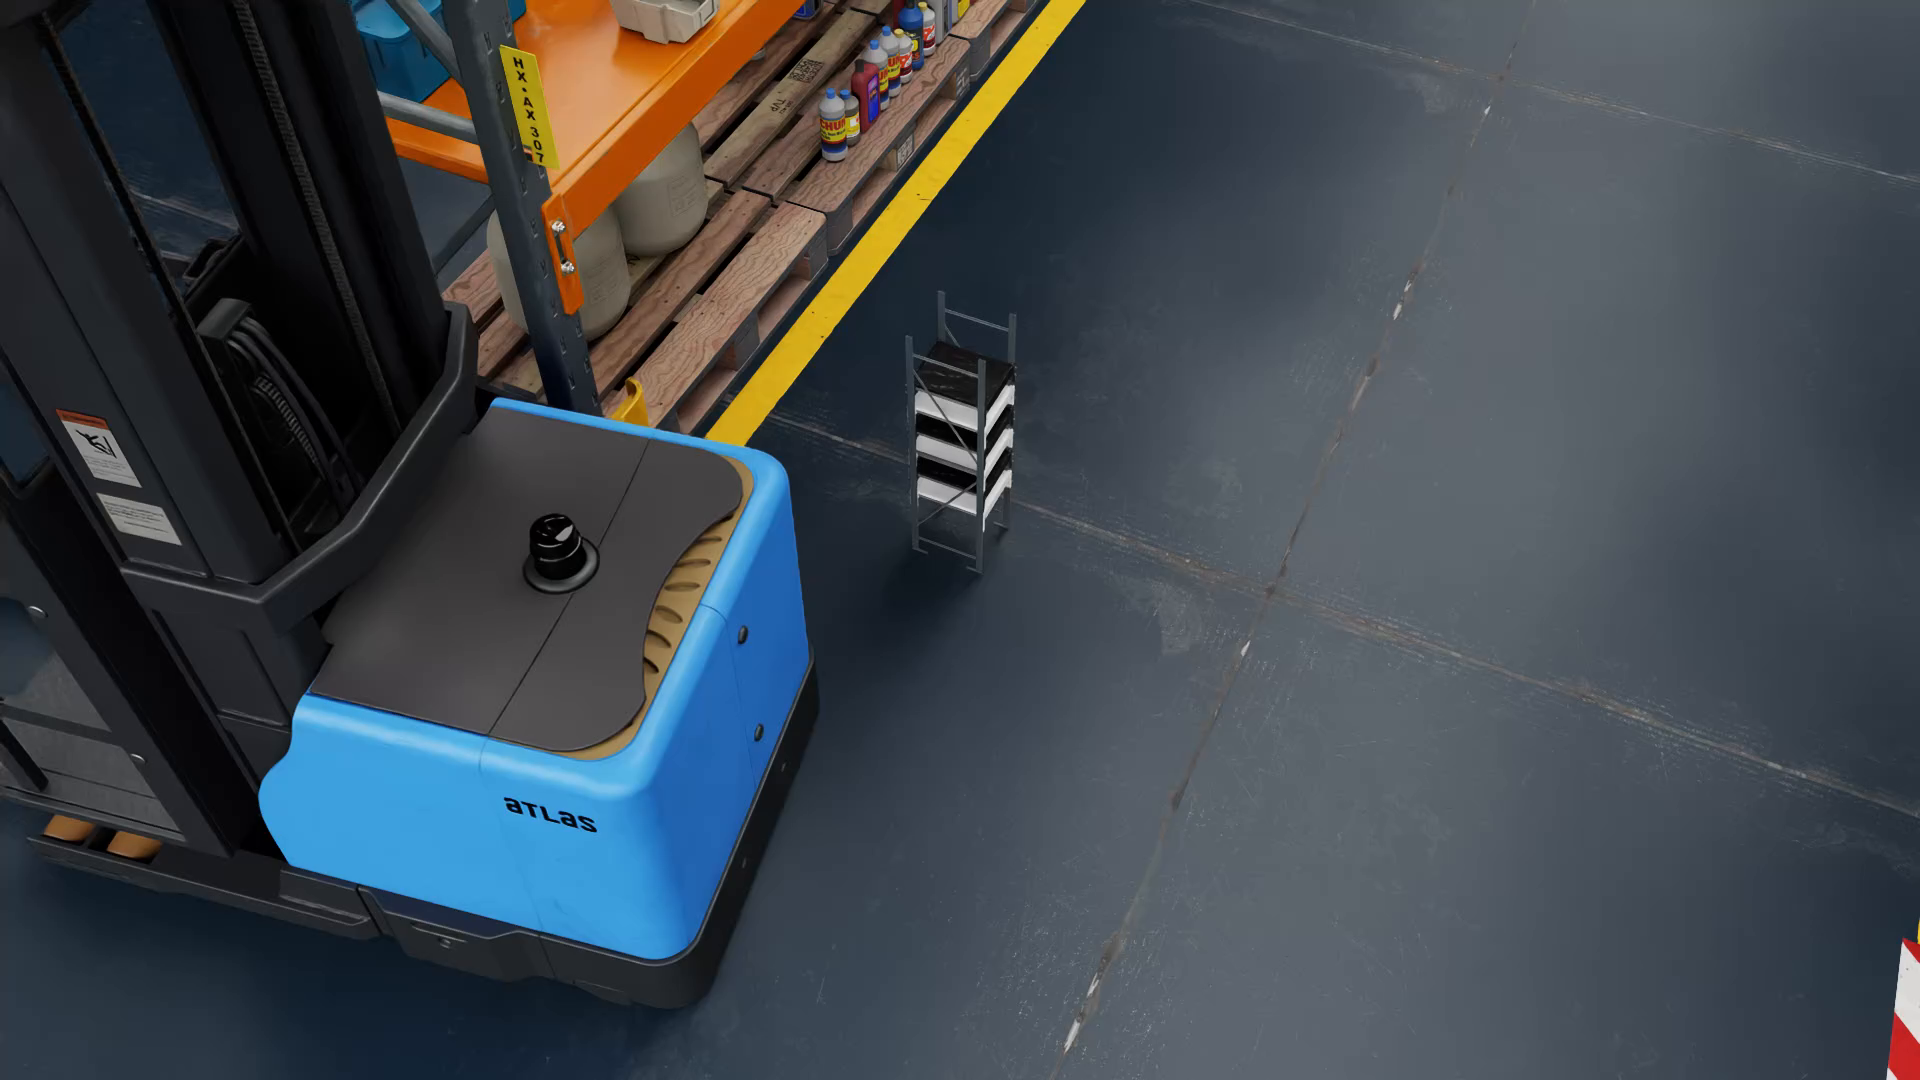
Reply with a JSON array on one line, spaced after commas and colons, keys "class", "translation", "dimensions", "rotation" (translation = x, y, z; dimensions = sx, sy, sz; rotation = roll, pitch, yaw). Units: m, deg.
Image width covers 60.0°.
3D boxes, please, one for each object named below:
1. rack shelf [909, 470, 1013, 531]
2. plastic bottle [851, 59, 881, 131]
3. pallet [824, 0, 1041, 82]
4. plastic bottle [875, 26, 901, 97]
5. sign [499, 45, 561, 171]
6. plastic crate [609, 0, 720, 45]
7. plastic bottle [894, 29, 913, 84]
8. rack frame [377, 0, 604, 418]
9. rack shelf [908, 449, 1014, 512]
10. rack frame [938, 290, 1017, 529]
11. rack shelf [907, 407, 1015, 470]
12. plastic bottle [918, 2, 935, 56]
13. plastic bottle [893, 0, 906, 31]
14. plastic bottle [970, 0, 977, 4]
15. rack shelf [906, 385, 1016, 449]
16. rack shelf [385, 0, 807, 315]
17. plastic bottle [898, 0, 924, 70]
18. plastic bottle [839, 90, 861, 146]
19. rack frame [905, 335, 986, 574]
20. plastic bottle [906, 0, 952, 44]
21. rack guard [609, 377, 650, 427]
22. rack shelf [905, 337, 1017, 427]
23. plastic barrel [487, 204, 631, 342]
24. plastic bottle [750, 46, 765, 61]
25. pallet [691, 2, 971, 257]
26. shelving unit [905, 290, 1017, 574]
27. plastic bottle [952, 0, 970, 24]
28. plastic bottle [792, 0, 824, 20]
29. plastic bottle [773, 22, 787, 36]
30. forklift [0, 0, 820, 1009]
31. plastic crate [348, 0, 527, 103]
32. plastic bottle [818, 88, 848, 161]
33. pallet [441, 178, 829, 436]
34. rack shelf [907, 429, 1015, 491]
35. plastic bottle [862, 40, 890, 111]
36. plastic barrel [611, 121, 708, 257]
[{"class": "rack shelf", "translation": [0.003, -0.159, 5.075], "dimensions": [0.258, 0.077, 0.200], "rotation": [20, 52, 16]}, {"class": "plastic bottle", "translation": [-0.352, -1.681, 6.205], "dimensions": [0.061, 0.283, 0.133], "rotation": [21, 53, 17]}, {"class": "pallet", "translation": [-0.138, -2.523, 7.259], "dimensions": [1.003, 0.211, 1.213], "rotation": [20, 52, 16]}, {"class": "plastic bottle", "translation": [-0.276, -1.832, 6.342], "dimensions": [0.097, 0.271, 0.097], "rotation": [0, 50, 0]}, {"class": "sign", "translation": [-1.026, -1.029, 3.975], "dimensions": [0.100, 0.325, 0.005], "rotation": [20, 52, 16]}, {"class": "plastic crate", "translation": [-0.849, -1.548, 4.770], "dimensions": [0.298, 0.136, 0.250], "rotation": [20, 52, 16]}, {"class": "plastic bottle", "translation": [-0.234, -1.877, 6.427], "dimensions": [0.097, 0.201, 0.097], "rotation": [0, 50, 0]}, {"class": "rack frame", "translation": [-1.522, -1.122, 4.235], "dimensions": [1.000, 3.000, 0.127], "rotation": [20, 52, 16]}, {"class": "rack shelf", "translation": [0.003, -0.217, 5.006], "dimensions": [0.258, 0.077, 0.200], "rotation": [20, 52, 16]}, {"class": "rack frame", "translation": [0.047, -0.367, 4.972], "dimensions": [0.240, 0.900, 0.006], "rotation": [20, 52, 16]}, {"class": "rack shelf", "translation": [0.003, -0.334, 4.869], "dimensions": [0.258, 0.077, 0.200], "rotation": [20, 52, 16]}, {"class": "plastic bottle", "translation": [-0.146, -2.019, 6.547], "dimensions": [0.097, 0.201, 0.097], "rotation": [0, 50, 0]}, {"class": "plastic bottle", "translation": [-0.217, -2.170, 6.622], "dimensions": [0.061, 0.283, 0.133], "rotation": [20, 52, 16]}, {"class": "plastic bottle", "translation": [0.059, -2.343, 6.769], "dimensions": [0.061, 0.283, 0.133], "rotation": [23, 53, 18]}, {"class": "rack shelf", "translation": [0.003, -0.392, 4.800], "dimensions": [0.258, 0.077, 0.200], "rotation": [20, 52, 16]}, {"class": "rack shelf", "translation": [-0.667, -2.266, 5.681], "dimensions": [1.077, 0.370, 4.000], "rotation": [20, 52, 16]}, {"class": "plastic bottle", "translation": [-0.190, -1.971, 6.461], "dimensions": [0.097, 0.271, 0.097], "rotation": [0, 50, 0]}, {"class": "plastic bottle", "translation": [-0.421, -1.576, 6.170], "dimensions": [0.097, 0.201, 0.097], "rotation": [0, 50, 0]}, {"class": "rack frame", "translation": [-0.040, -0.227, 4.852], "dimensions": [0.240, 0.900, 0.006], "rotation": [20, 52, 16]}, {"class": "plastic bottle", "translation": [-0.120, -2.133, 6.595], "dimensions": [0.152, 0.276, 0.135], "rotation": [21, 53, 17]}, {"class": "rack guard", "translation": [-1.532, -0.379, 5.244], "dimensions": [1.175, 0.500, 0.348], "rotation": [20, 52, 16]}, {"class": "rack shelf", "translation": [0.003, -0.451, 4.732], "dimensions": [0.258, 0.077, 0.200], "rotation": [20, 52, 16]}, {"class": "plastic barrel", "translation": [-1.310, -0.929, 5.429], "dimensions": [0.421, 0.512, 0.421], "rotation": [0, 50, 0]}, {"class": "plastic bottle", "translation": [-0.821, -1.997, 6.528], "dimensions": [0.097, 0.201, 0.097], "rotation": [0, 50, 0]}, {"class": "pallet", "translation": [-0.657, -1.680, 6.541], "dimensions": [1.003, 0.211, 1.213], "rotation": [20, 52, 16]}, {"class": "shelving unit", "translation": [0.003, -0.297, 4.912], "dimensions": [0.258, 0.900, 0.210], "rotation": [20, 52, 16]}, {"class": "plastic bottle", "translation": [-0.047, -2.268, 6.661], "dimensions": [0.144, 0.351, 0.185], "rotation": [19, 52, 16]}, {"class": "plastic bottle", "translation": [-0.651, -2.261, 6.704], "dimensions": [0.152, 0.276, 0.135], "rotation": [20, 52, 16]}, {"class": "plastic bottle", "translation": [-0.747, -2.131, 6.642], "dimensions": [0.097, 0.201, 0.097], "rotation": [0, 50, 0]}, {"class": "forklift", "translation": [-1.975, -0.403, 3.669], "dimensions": [3.031, 2.935, 1.130], "rotation": [12, 51, 10]}, {"class": "plastic crate", "translation": [-1.578, -1.515, 4.668], "dimensions": [0.499, 0.251, 0.616], "rotation": [20, 52, 16]}, {"class": "plastic bottle", "translation": [-0.465, -1.527, 6.082], "dimensions": [0.097, 0.271, 0.097], "rotation": [0, 50, 0]}, {"class": "pallet", "translation": [-1.180, -0.843, 5.829], "dimensions": [1.003, 0.211, 1.213], "rotation": [20, 52, 16]}, {"class": "rack shelf", "translation": [0.003, -0.276, 4.937], "dimensions": [0.258, 0.077, 0.200], "rotation": [20, 52, 16]}, {"class": "plastic bottle", "translation": [-0.319, -1.763, 6.283], "dimensions": [0.097, 0.271, 0.097], "rotation": [0, 50, 0]}, {"class": "plastic barrel", "translation": [-1.096, -1.275, 5.723], "dimensions": [0.421, 0.512, 0.421], "rotation": [0, 50, 0]}]
